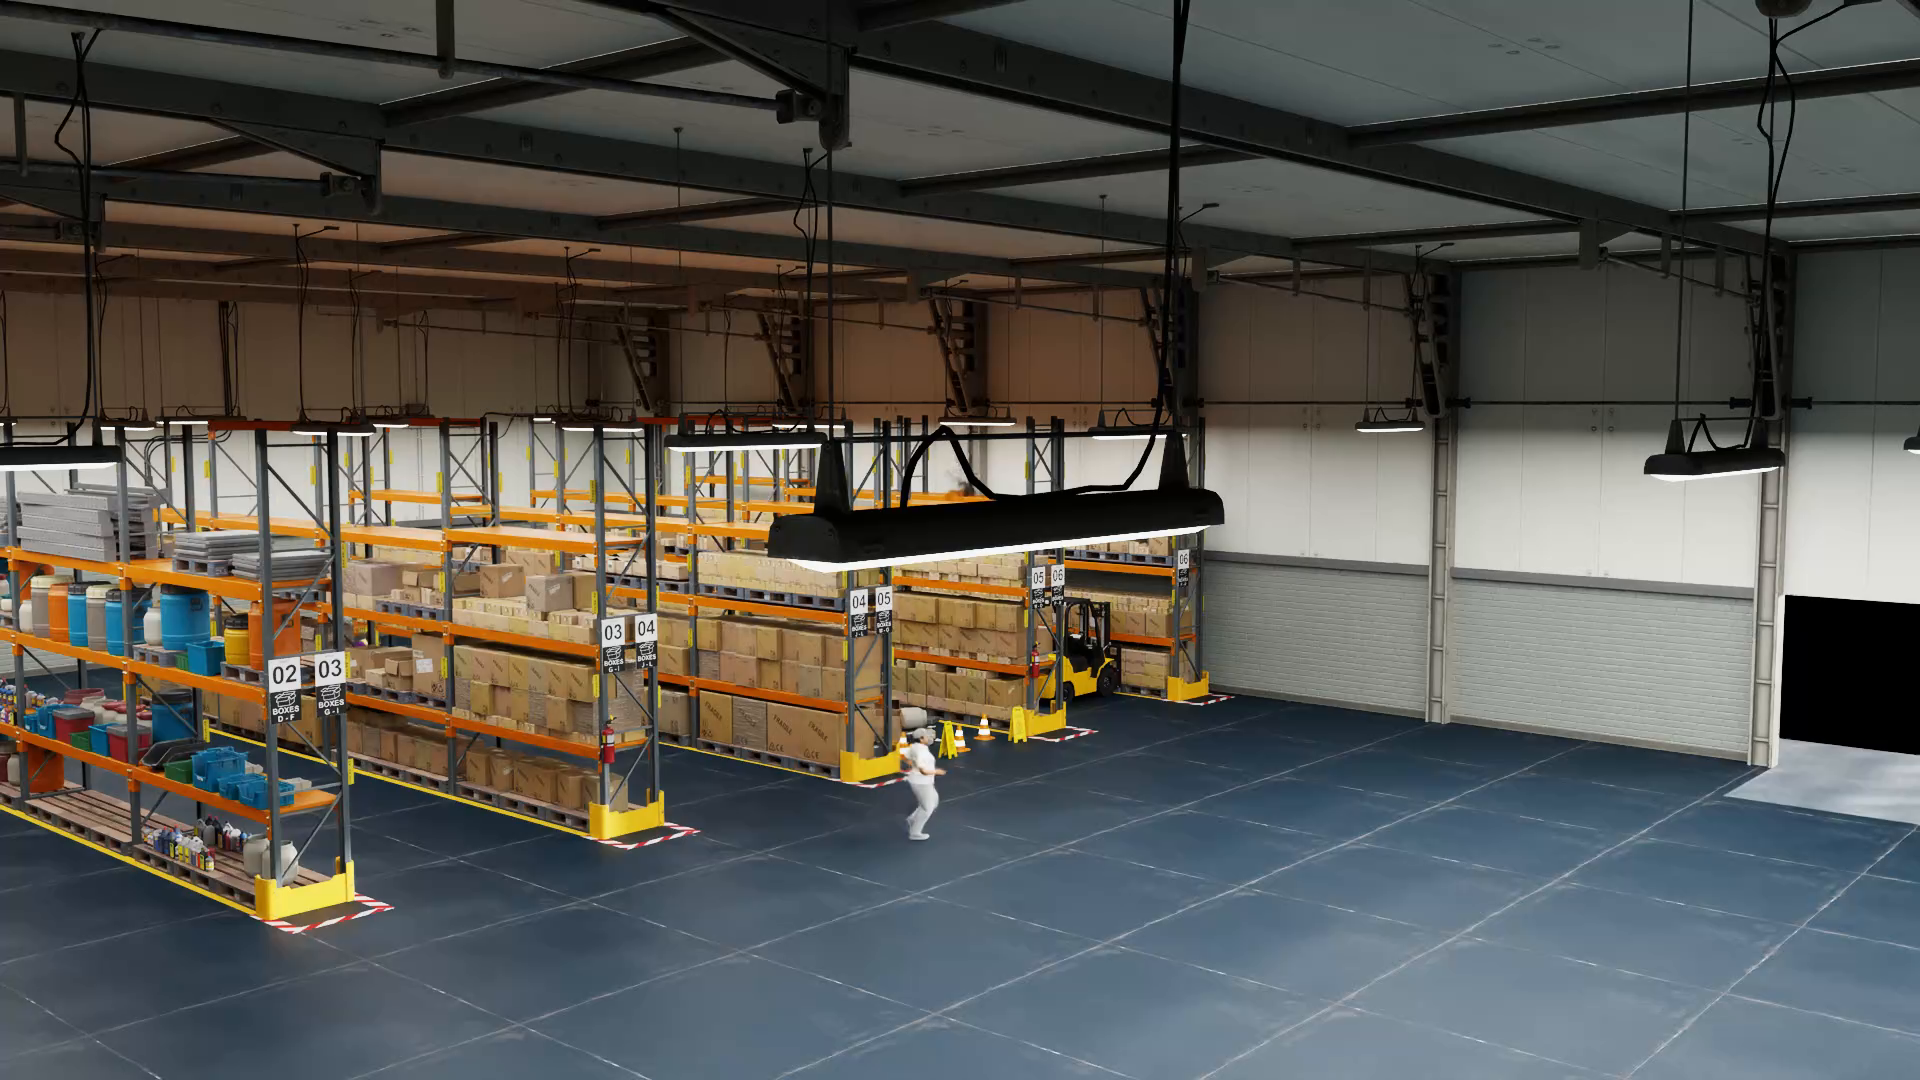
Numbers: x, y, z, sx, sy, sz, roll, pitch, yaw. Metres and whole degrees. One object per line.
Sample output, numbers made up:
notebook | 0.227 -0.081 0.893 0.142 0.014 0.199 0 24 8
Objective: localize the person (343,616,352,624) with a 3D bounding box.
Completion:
person | -14.597 2.254 39.436 0.675 1.606 0.860 4 6 42

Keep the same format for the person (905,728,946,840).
person | -0.491 3.513 24.082 0.545 1.622 0.593 -1 5 -12

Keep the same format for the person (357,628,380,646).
person | -12.041 2.628 33.867 0.890 1.796 0.640 4 6 39
